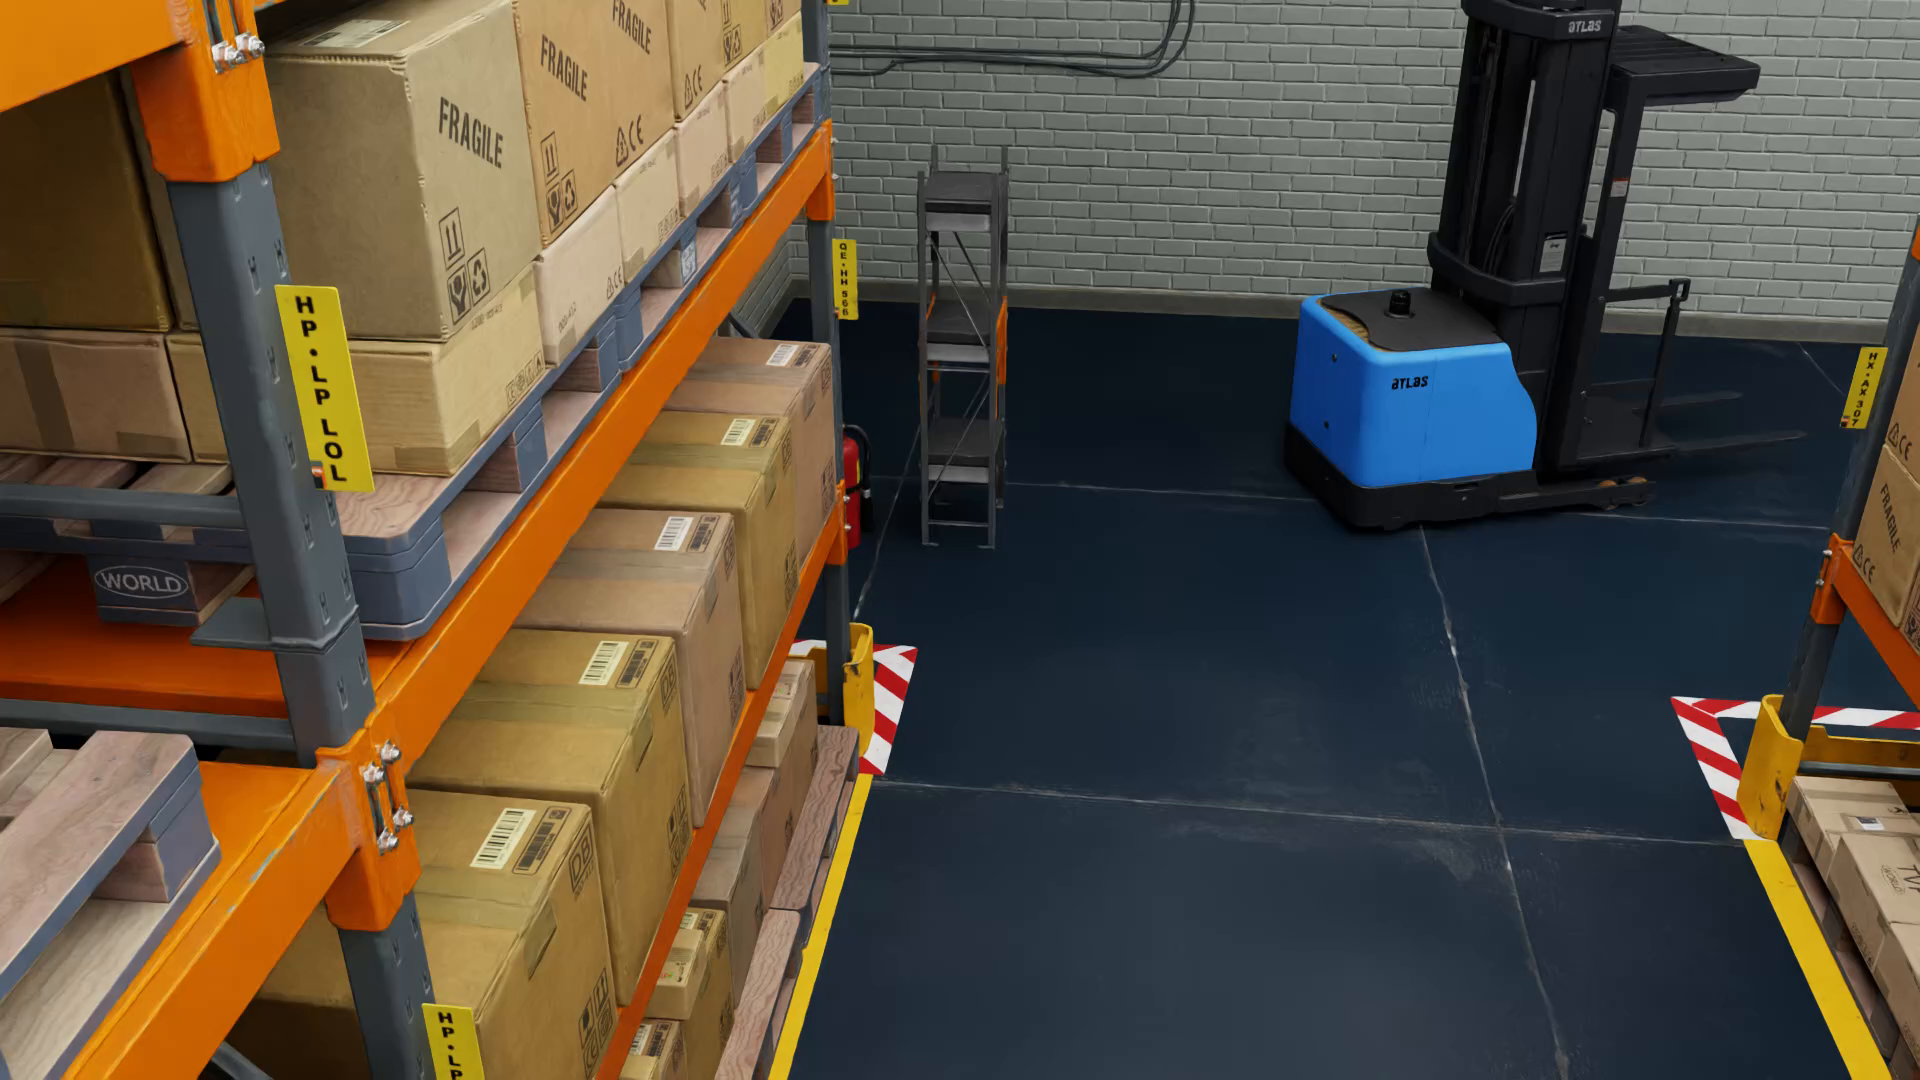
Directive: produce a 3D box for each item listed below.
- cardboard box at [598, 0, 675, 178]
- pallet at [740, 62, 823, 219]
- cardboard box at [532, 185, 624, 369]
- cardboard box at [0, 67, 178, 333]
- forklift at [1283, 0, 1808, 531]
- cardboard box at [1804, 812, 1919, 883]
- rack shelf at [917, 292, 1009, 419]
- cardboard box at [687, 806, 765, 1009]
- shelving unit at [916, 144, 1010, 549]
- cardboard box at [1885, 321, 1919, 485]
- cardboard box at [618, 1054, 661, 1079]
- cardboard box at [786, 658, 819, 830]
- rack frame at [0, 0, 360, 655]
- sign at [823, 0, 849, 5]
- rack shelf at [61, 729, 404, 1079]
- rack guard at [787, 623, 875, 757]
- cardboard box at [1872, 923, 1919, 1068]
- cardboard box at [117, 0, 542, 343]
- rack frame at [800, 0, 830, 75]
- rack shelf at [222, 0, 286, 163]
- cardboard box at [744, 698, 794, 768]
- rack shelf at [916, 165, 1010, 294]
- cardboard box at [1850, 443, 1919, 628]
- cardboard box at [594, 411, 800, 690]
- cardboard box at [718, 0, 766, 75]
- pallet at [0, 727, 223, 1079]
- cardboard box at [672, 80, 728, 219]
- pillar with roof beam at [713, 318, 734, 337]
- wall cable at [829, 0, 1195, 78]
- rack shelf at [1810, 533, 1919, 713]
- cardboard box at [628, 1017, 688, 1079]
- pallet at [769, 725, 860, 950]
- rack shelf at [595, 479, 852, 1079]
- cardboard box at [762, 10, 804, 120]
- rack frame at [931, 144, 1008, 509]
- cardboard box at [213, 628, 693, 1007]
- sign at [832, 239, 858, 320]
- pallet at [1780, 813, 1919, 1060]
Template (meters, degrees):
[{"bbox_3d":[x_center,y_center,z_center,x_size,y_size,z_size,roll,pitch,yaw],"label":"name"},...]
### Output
[{"bbox_3d":[-1.001,-1.167,3.911,0.500,0.500,0.500,4,29,7],"label":"cardboard box"},{"bbox_3d":[-1.069,-1.374,5.569,1.003,0.211,1.213,3,28,6],"label":"pallet"},{"bbox_3d":[-1.056,-0.592,3.633,0.500,0.250,0.500,3,28,5],"label":"cardboard box"},{"bbox_3d":[-1.625,-0.715,3.072,0.500,0.500,0.500,3,28,6],"label":"cardboard box"},{"bbox_3d":[3.525,-1.702,9.318,3.031,2.935,1.130,-7,29,-12],"label":"forklift"},{"bbox_3d":[3.505,1.192,6.398,0.380,0.166,0.250,3,28,6],"label":"cardboard box"},{"bbox_3d":[0.020,-0.990,8.903,0.431,0.518,0.480,3,28,6],"label":"rack shelf"},{"bbox_3d":[-1.098,1.281,5.903,0.700,0.500,0.500,2,28,5],"label":"cardboard box"},{"bbox_3d":[0.020,-1.002,8.897,0.431,2.100,0.503,3,28,6],"label":"shelving unit"},{"bbox_3d":[3.612,-0.447,5.757,0.500,0.500,0.500,4,29,8],"label":"cardboard box"},{"bbox_3d":[-1.062,1.574,4.675,0.380,0.149,0.250,4,29,8],"label":"cardboard box"},{"bbox_3d":[-0.975,0.809,6.779,0.700,0.500,0.500,3,28,6],"label":"cardboard box"},{"bbox_3d":[-1.479,-1.201,1.991,1.000,3.000,0.127,3,28,6],"label":"rack frame"},{"bbox_3d":[-0.452,-2.080,5.935,0.100,0.325,0.005,3,28,6],"label":"sign"},{"bbox_3d":[-1.724,1.378,1.125,1.077,0.370,4.000,3,28,6],"label":"rack shelf"},{"bbox_3d":[-0.986,0.647,7.522,1.175,0.500,0.348,3,28,6],"label":"rack guard"},{"bbox_3d":[3.457,1.571,5.607,0.500,0.250,0.500,3,28,6],"label":"cardboard box"},{"bbox_3d":[-1.113,-0.692,3.029,0.500,0.500,0.500,3,28,6],"label":"cardboard box"},{"bbox_3d":[-0.989,-3.083,5.486,1.000,3.000,0.127,3,28,6],"label":"rack frame"},{"bbox_3d":[-1.234,-1.649,4.004,1.077,0.370,4.000,3,28,6],"label":"rack shelf"},{"bbox_3d":[-0.841,0.714,6.270,0.380,0.149,0.250,4,29,8],"label":"cardboard box"},{"bbox_3d":[0.020,-1.607,8.571,0.431,0.518,0.480,3,28,6],"label":"rack shelf"},{"bbox_3d":[3.612,-0.007,5.994,0.500,0.500,0.500,4,29,7],"label":"cardboard box"},{"bbox_3d":[-1.119,0.009,5.754,0.980,0.700,0.700,3,28,6],"label":"cardboard box"},{"bbox_3d":[-0.880,-1.661,4.826,0.500,0.500,0.500,4,29,8],"label":"cardboard box"},{"bbox_3d":[-1.542,0.639,1.941,0.805,0.209,1.217,2,28,4],"label":"pallet"},{"bbox_3d":[-0.937,-1.075,4.531,0.500,0.250,0.500,3,28,5],"label":"cardboard box"},{"bbox_3d":[2.756,-4.154,7.474,9.100,9.000,0.400,3,28,6],"label":"pillar with roof beam"},{"bbox_3d":[0.059,-4.358,11.125,3.097,2.526,0.112,3,28,6],"label":"wall cable"},{"bbox_3d":[3.683,1.102,4.800,1.077,0.370,4.000,3,28,6],"label":"rack shelf"},{"bbox_3d":[-1.221,1.774,4.988,0.700,0.500,0.500,3,28,6],"label":"cardboard box"},{"bbox_3d":[-1.009,1.166,6.863,1.003,0.211,1.213,3,28,6],"label":"pallet"},{"bbox_3d":[-1.234,0.816,5.332,1.077,0.370,4.000,3,28,6],"label":"rack shelf"},{"bbox_3d":[-0.815,-1.566,5.441,0.500,0.250,0.500,4,29,8],"label":"cardboard box"},{"bbox_3d":[0.050,-1.117,9.110,0.400,2.100,0.015,3,28,6],"label":"rack frame"},{"bbox_3d":[-1.301,0.711,4.452,0.980,0.700,0.700,3,28,5],"label":"cardboard box"},{"bbox_3d":[-0.452,-1.018,6.507,0.100,0.325,0.005,3,28,6],"label":"sign"},{"bbox_3d":[3.822,1.483,6.276,1.003,0.211,1.213,3,28,6],"label":"pallet"}]
